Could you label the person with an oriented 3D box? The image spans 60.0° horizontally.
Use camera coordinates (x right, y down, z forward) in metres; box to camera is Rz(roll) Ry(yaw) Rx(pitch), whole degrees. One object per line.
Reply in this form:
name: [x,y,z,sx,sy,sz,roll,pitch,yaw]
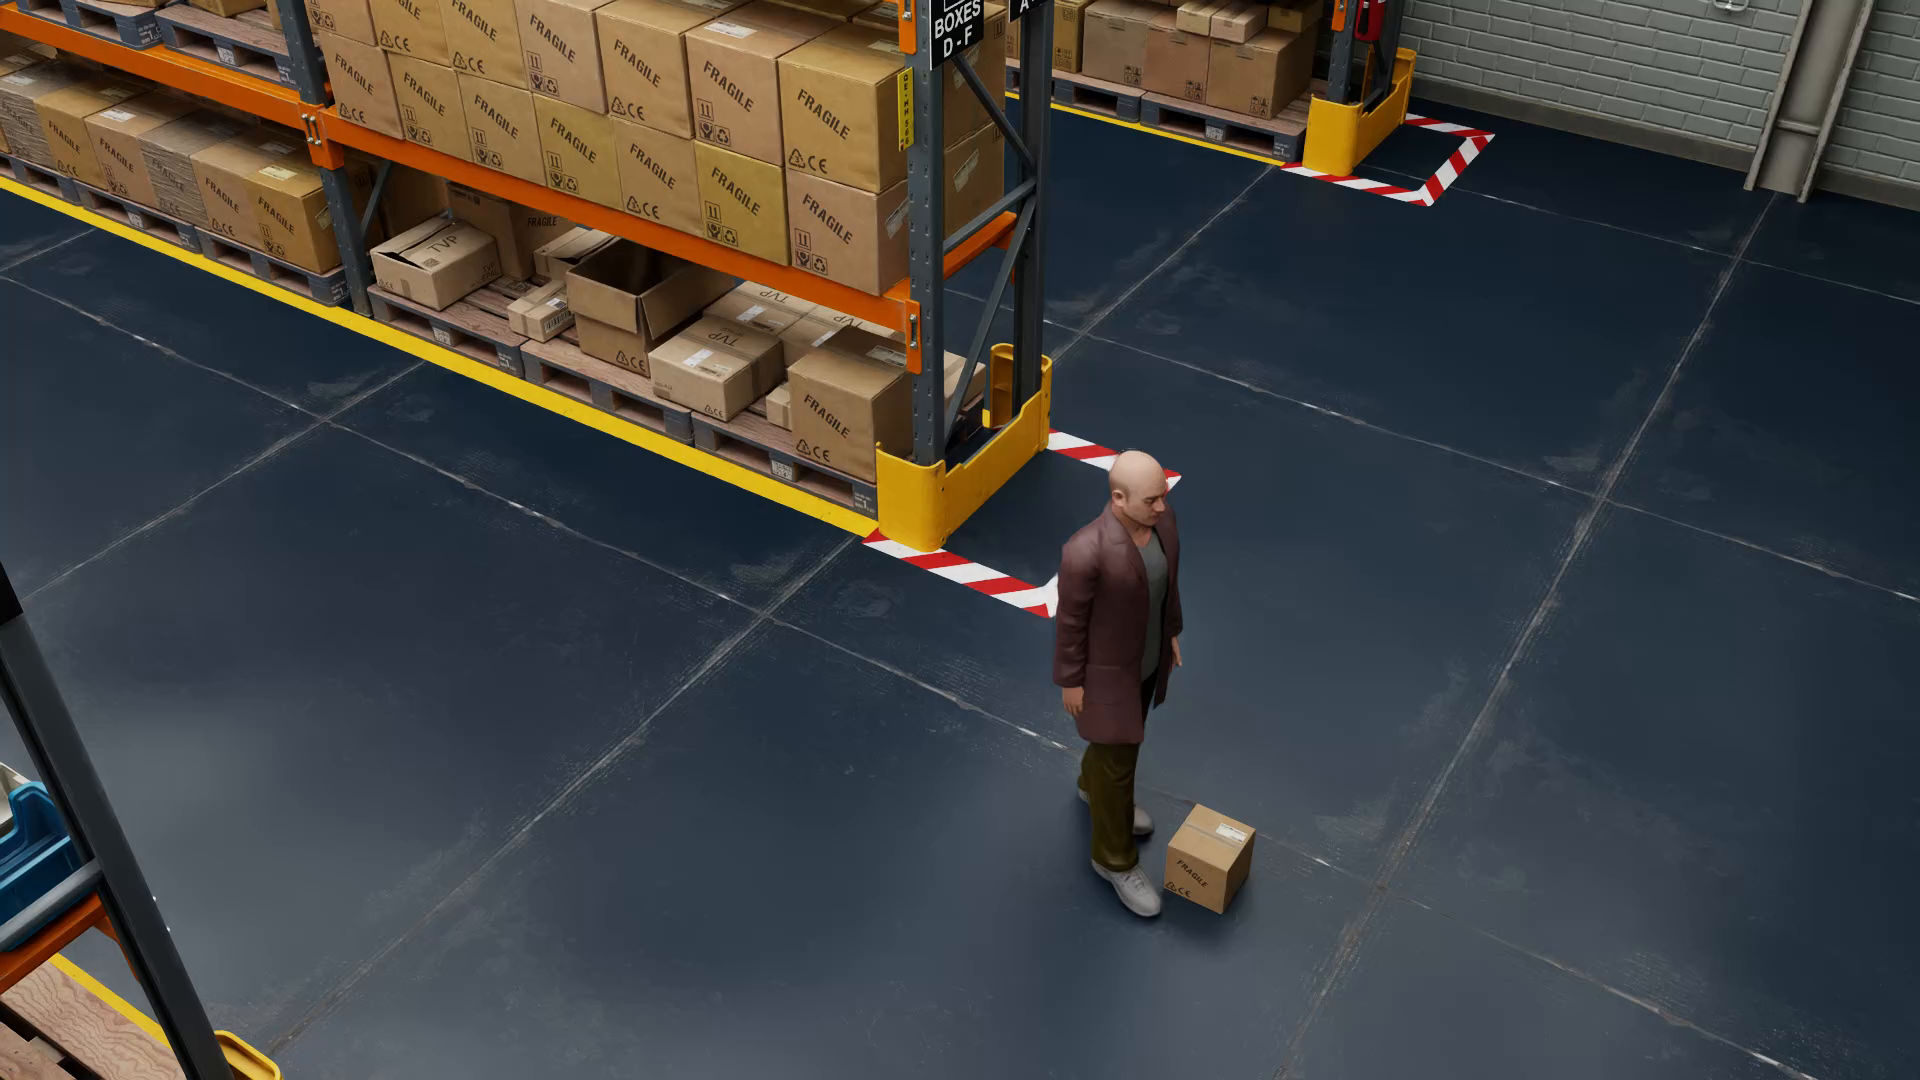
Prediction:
person: [0.684,0.487,6.048,0.650,1.776,0.599,30,47,32]
